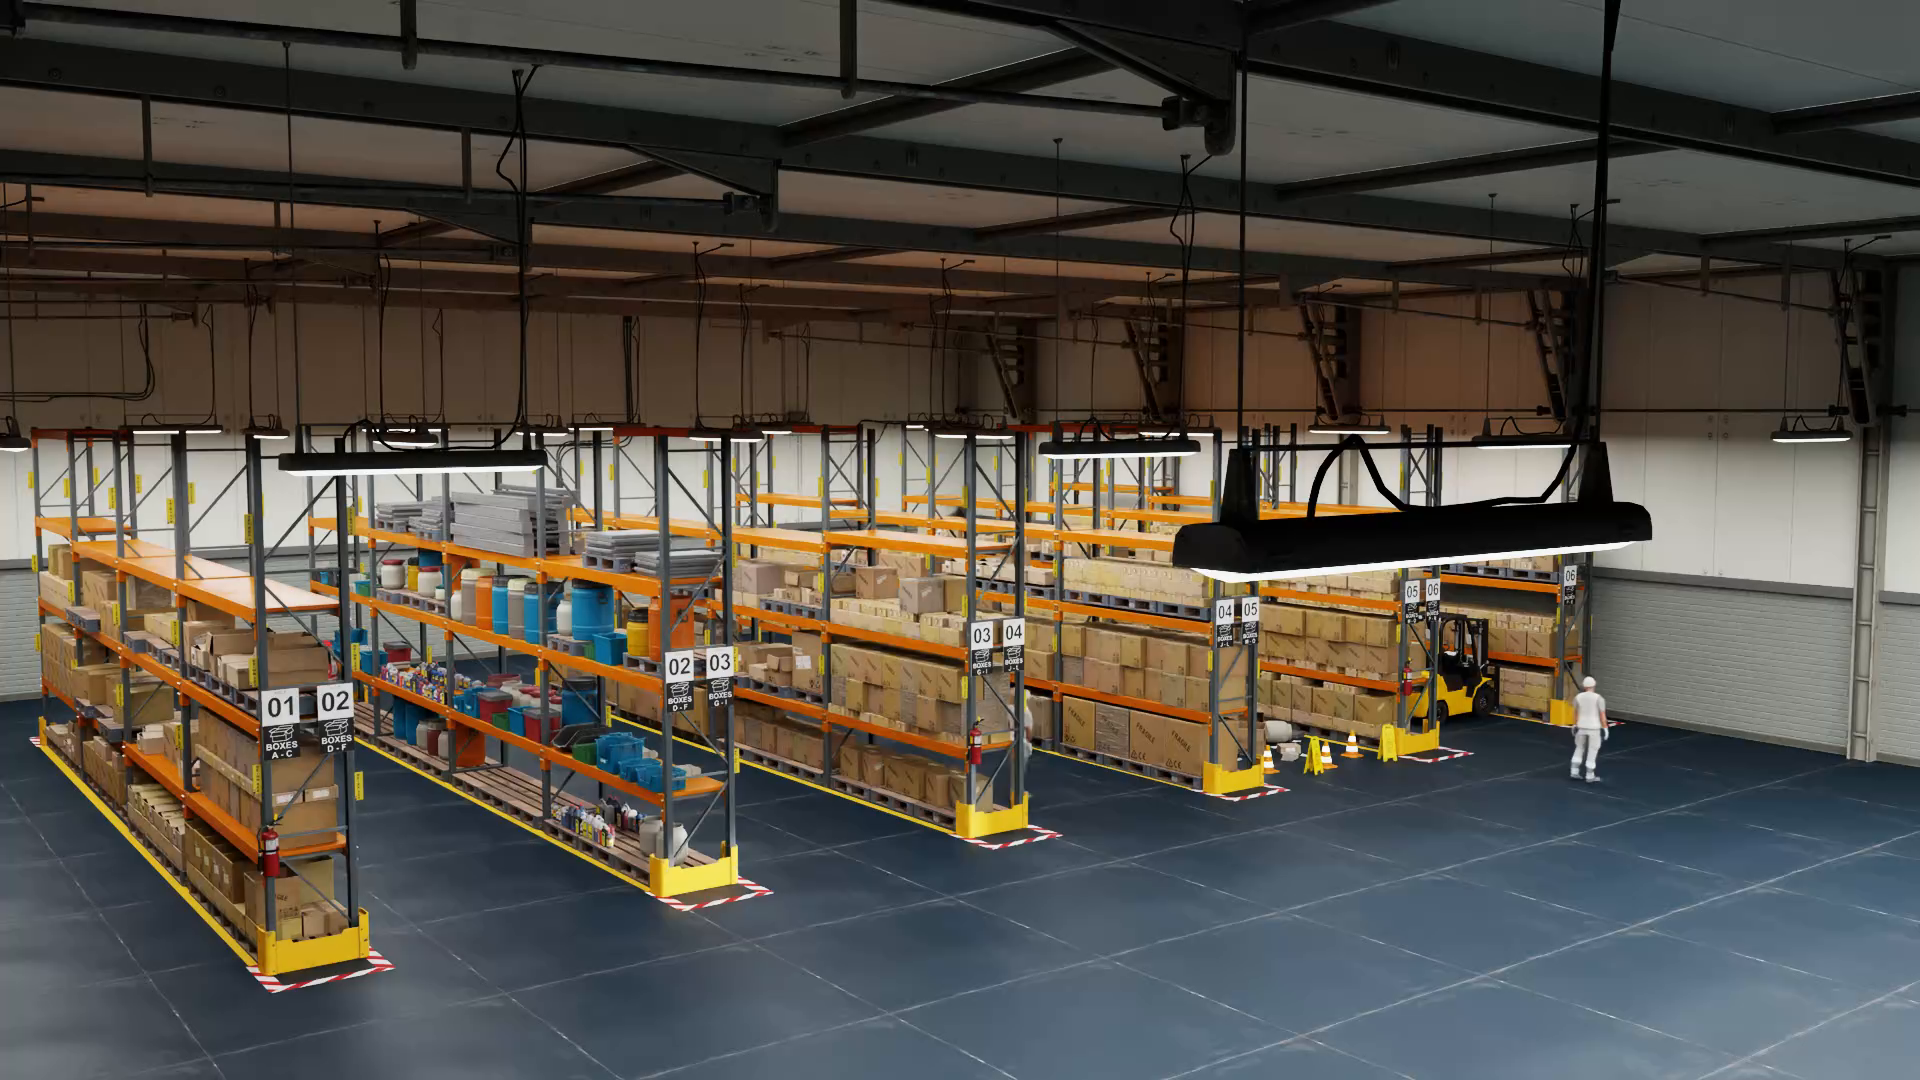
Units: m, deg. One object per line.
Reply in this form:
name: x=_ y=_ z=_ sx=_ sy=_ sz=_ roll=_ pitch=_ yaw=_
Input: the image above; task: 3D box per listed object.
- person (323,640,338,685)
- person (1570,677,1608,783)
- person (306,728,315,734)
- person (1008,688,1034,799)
person: x=-12.456 y=2.904 z=32.846 sx=0.427 sy=1.859 sz=0.621 roll=1 pitch=5 yaw=14
person: x=10.737 y=3.228 z=28.318 sx=0.620 sy=1.813 sz=0.376 roll=4 pitch=6 yaw=44
person: x=-12.242 y=3.007 z=30.924 sx=0.636 sy=1.771 sz=0.489 roll=2 pitch=5 yaw=28
person: x=0.998 y=3.310 z=27.075 sx=0.411 sy=1.796 sz=0.584 roll=-3 pitch=5 yaw=-32
